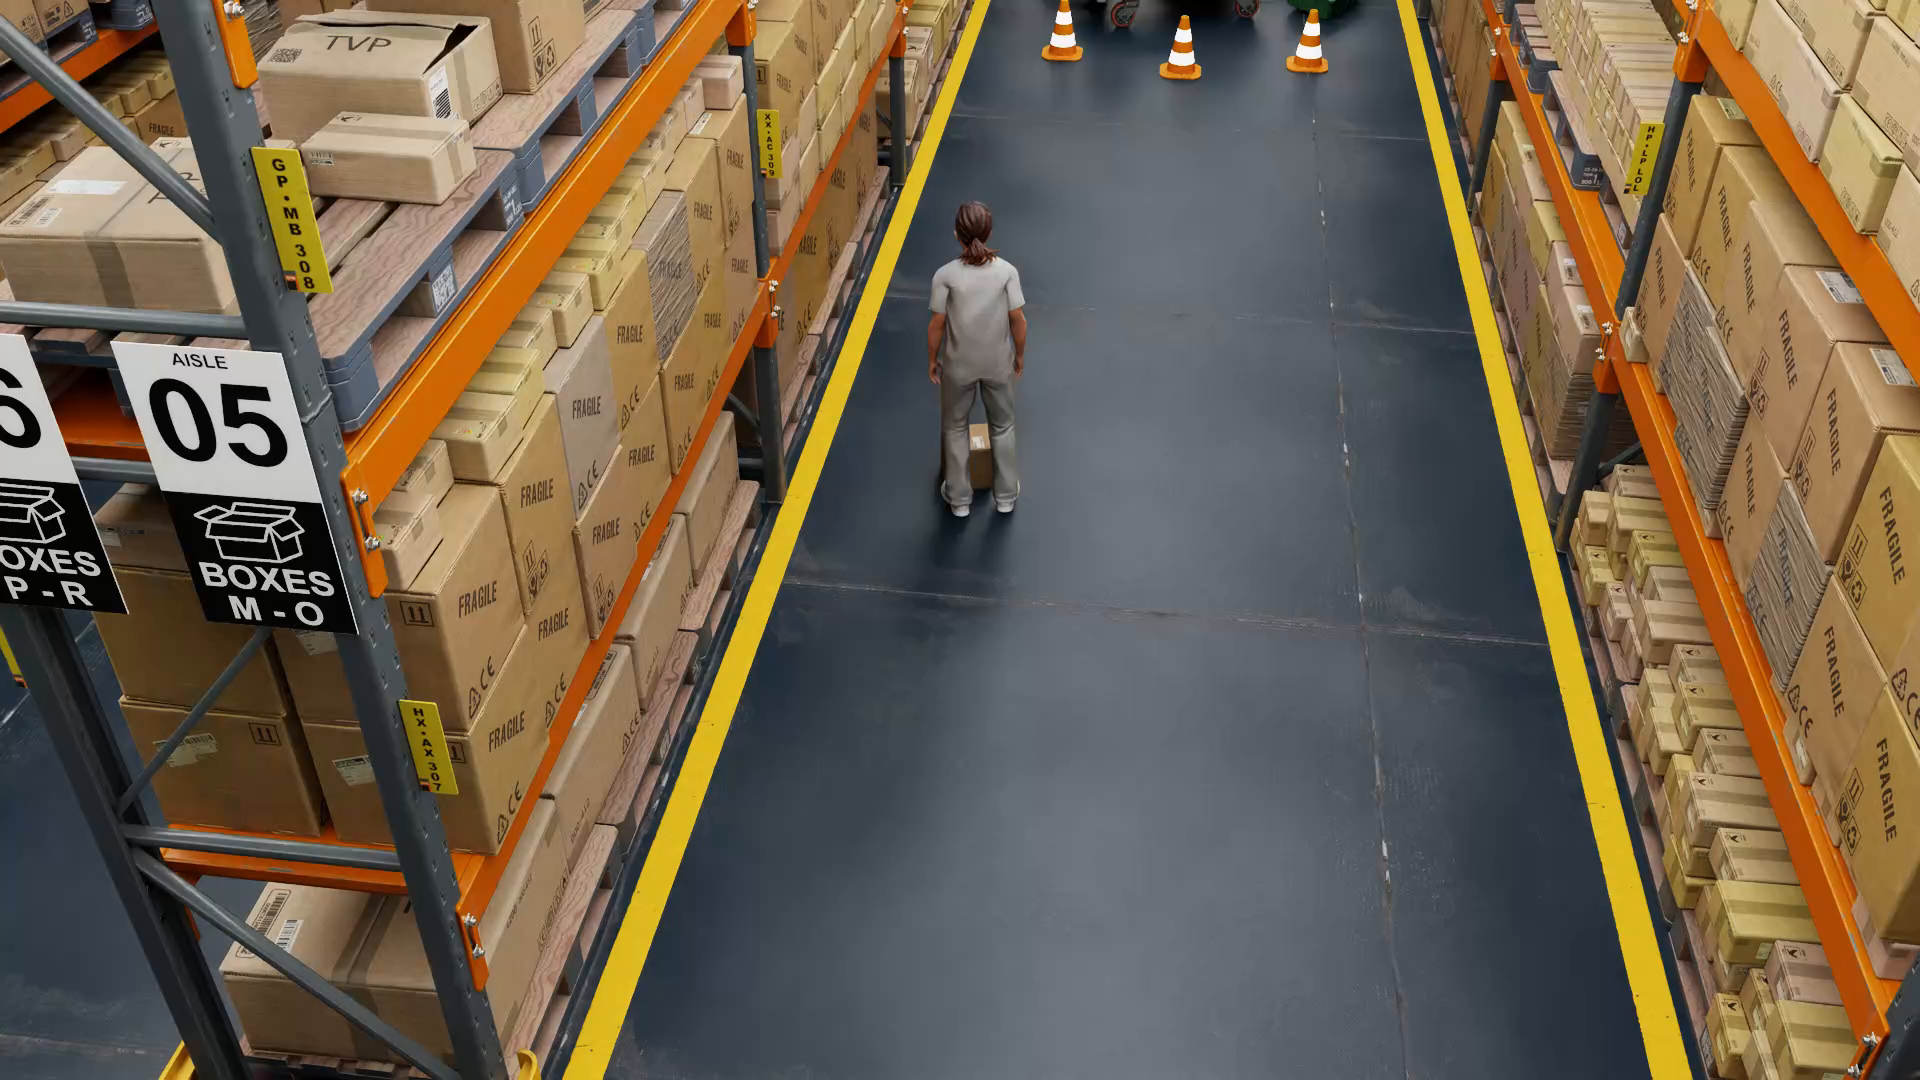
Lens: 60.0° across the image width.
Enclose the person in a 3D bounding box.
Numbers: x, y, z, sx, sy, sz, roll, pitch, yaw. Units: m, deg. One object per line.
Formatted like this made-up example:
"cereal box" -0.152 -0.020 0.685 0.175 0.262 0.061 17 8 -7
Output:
"person" 0.083 -0.871 8.226 0.489 1.673 0.358 -3 36 -5
